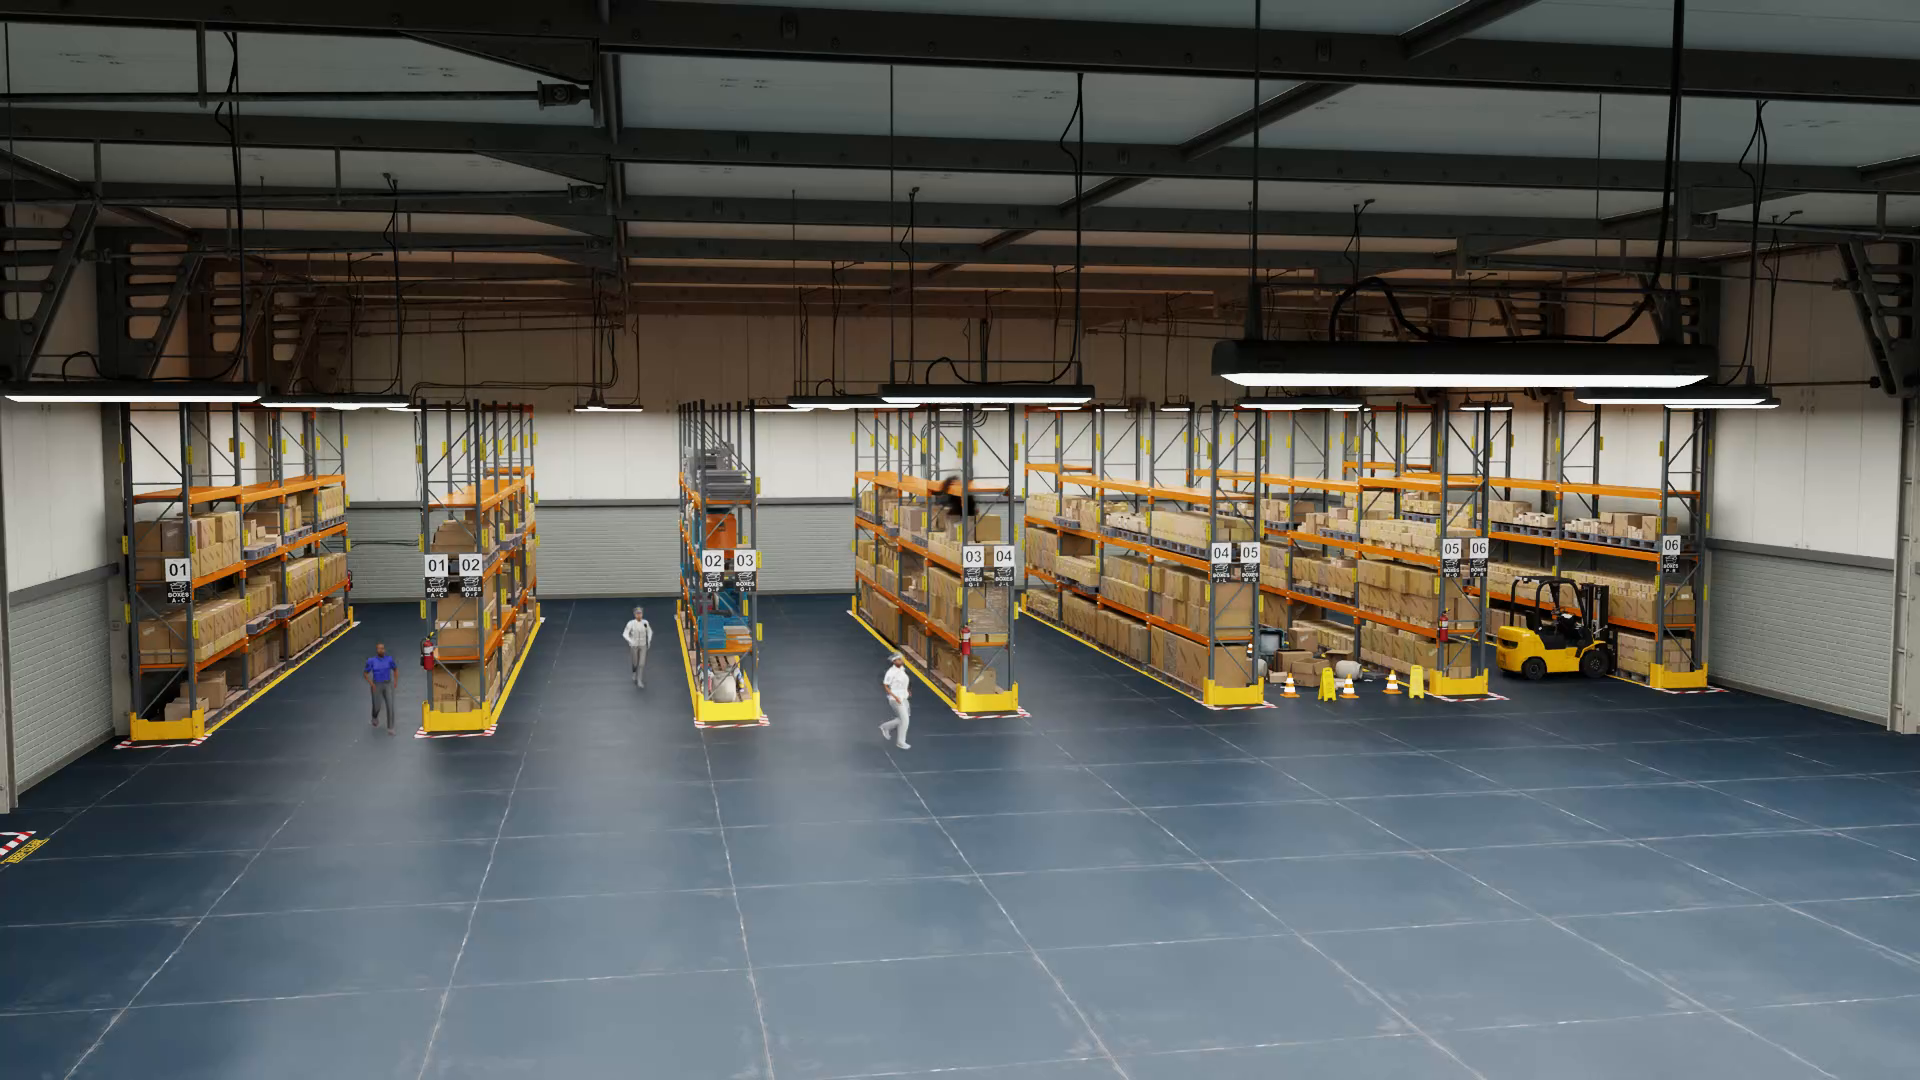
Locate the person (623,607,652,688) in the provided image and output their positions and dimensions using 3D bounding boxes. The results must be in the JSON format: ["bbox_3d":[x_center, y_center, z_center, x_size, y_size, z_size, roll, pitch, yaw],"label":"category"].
[{"bbox_3d":[-6.791,2.245,35.108,0.623,1.688,0.785,-1,5,-17],"label":"person"}]

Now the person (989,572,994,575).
[{"bbox_3d":[0.807,1.215,48.955,0.683,1.709,0.681,2,5,21],"label":"person"}]

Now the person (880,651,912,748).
[{"bbox_3d":[-1.096,2.739,28.654,0.568,1.683,0.576,2,5,27],"label":"person"}]

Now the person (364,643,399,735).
[{"bbox_3d":[-10.418,2.663,29.973,0.598,1.643,0.630,-2,5,-28],"label":"person"}]

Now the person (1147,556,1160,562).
[{"bbox_3d":[5.862,1.025,50.782,0.814,1.771,0.726,0,4,-3],"label":"person"}]
